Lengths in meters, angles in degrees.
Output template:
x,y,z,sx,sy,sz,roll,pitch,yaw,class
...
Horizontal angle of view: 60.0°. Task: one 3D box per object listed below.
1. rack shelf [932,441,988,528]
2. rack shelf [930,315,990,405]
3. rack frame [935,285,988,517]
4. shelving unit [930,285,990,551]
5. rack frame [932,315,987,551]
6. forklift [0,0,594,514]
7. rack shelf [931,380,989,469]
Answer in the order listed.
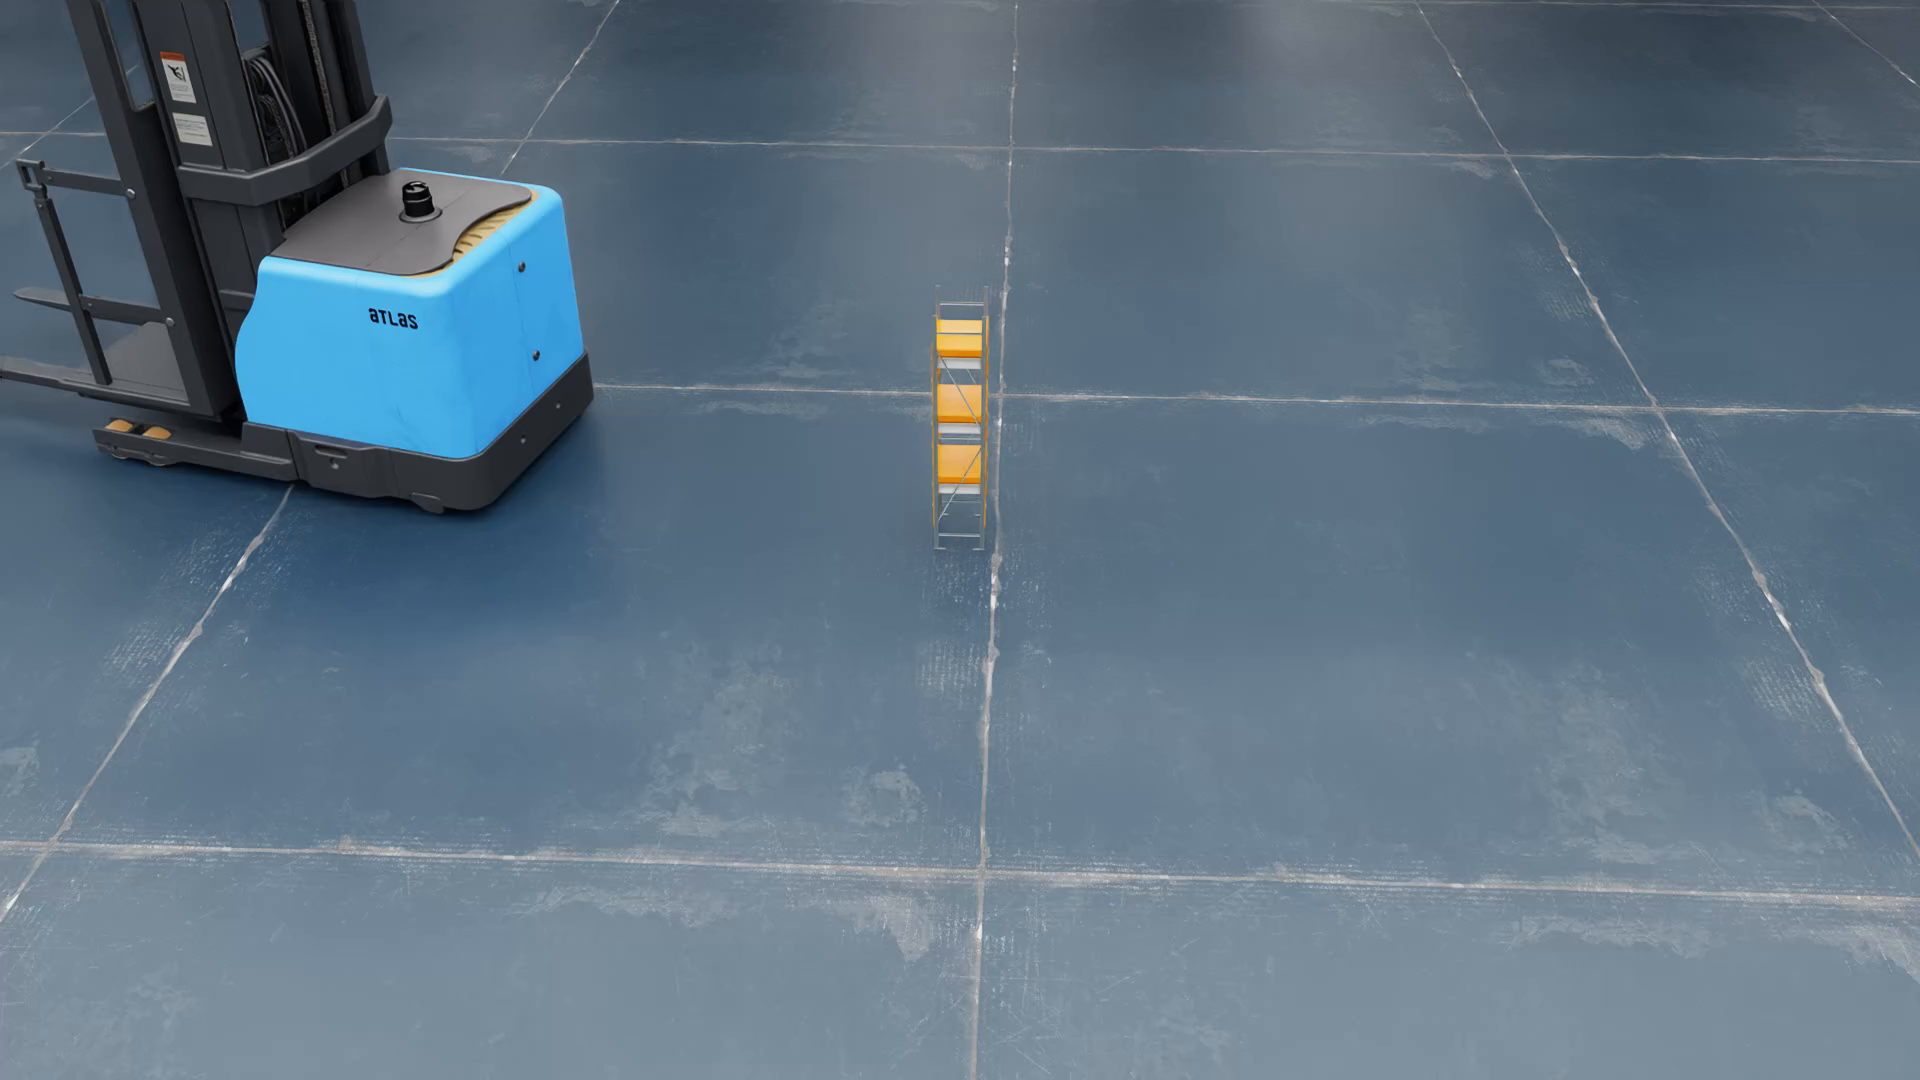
x,y,z,sx,sy,sz,roll,pitch,yaw,class
0.002,-0.224,6.658,0.215,0.259,0.240,1,35,2,rack shelf
0.002,-0.684,6.335,0.215,0.259,0.240,1,35,2,rack shelf
0.007,-0.530,6.592,0.200,1.050,0.008,1,35,2,rack frame
0.002,-0.460,6.492,0.215,1.050,0.252,1,35,2,shelving unit
-0.003,-0.390,6.392,0.200,1.050,0.008,1,35,2,rack frame
-3.235,-1.796,6.756,3.031,2.935,1.130,10,36,14,forklift
0.002,-0.452,6.498,0.215,0.259,0.240,1,35,2,rack shelf
